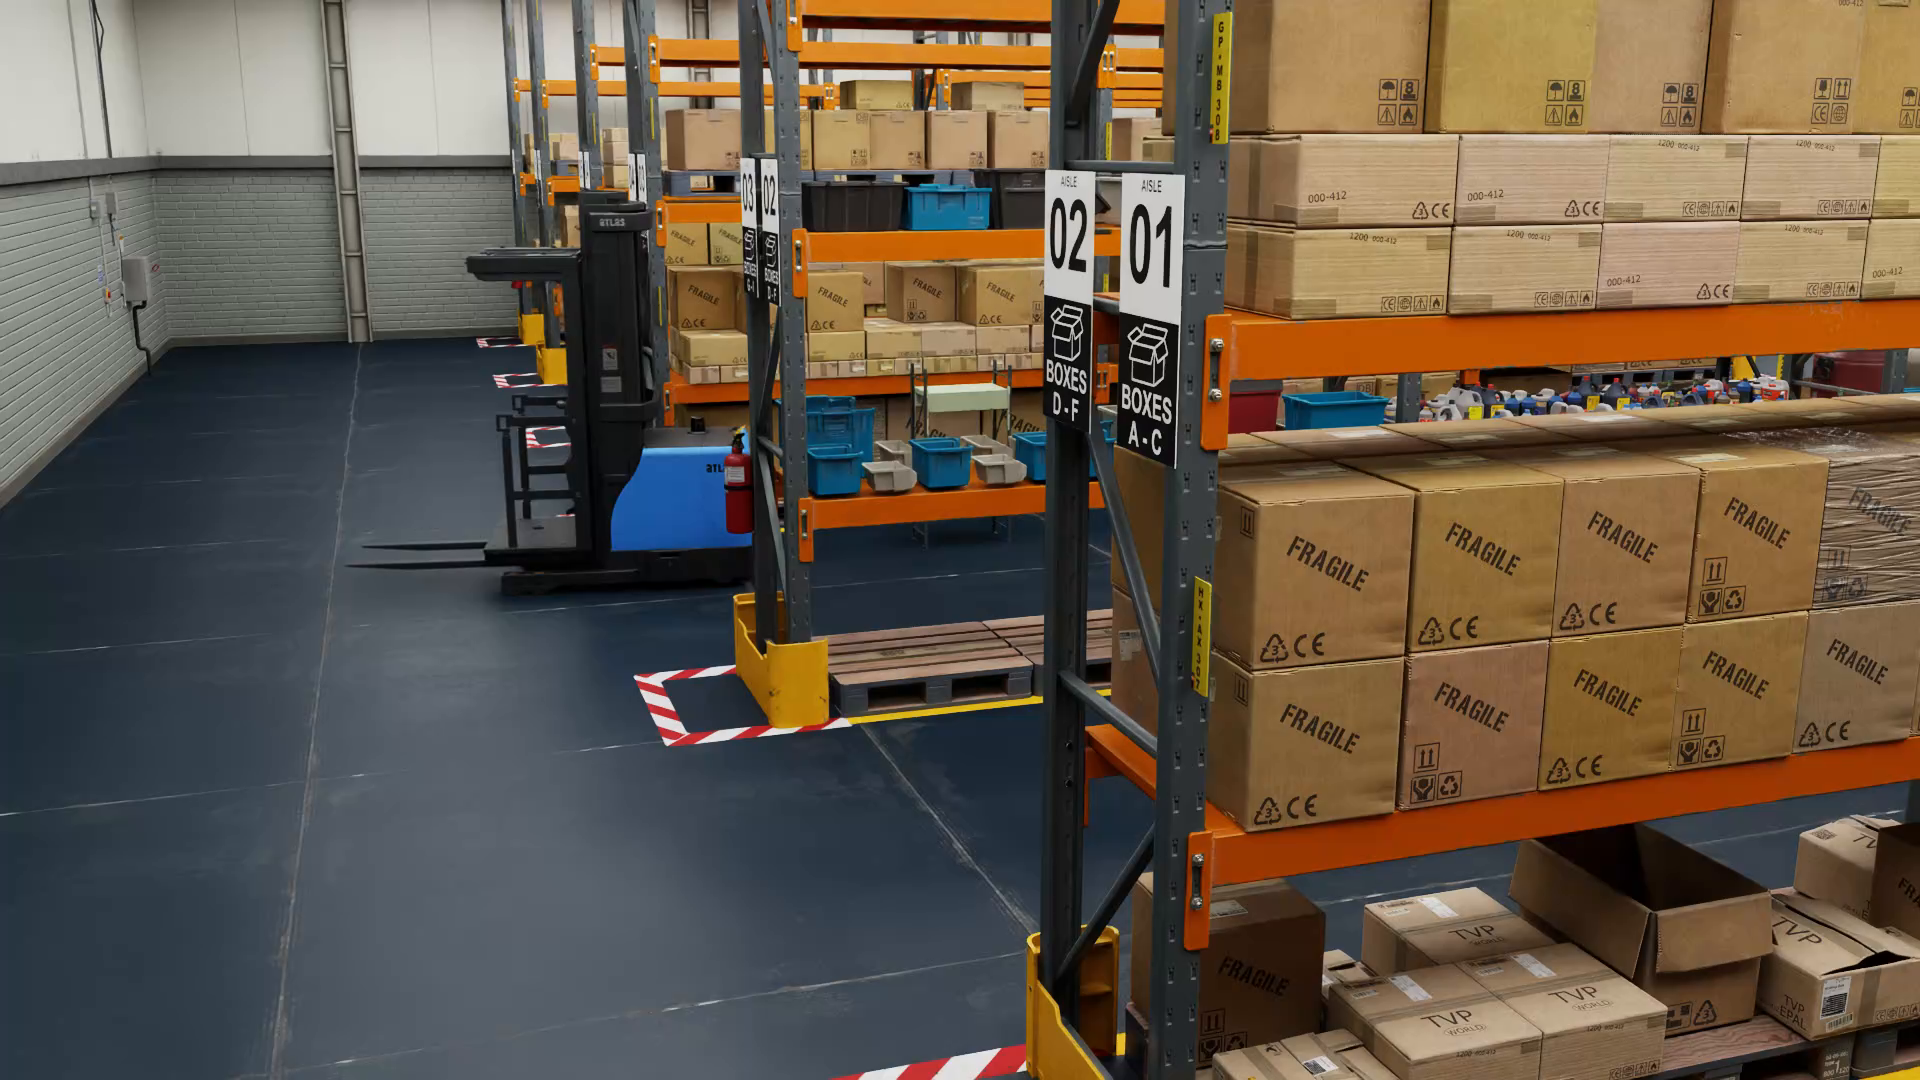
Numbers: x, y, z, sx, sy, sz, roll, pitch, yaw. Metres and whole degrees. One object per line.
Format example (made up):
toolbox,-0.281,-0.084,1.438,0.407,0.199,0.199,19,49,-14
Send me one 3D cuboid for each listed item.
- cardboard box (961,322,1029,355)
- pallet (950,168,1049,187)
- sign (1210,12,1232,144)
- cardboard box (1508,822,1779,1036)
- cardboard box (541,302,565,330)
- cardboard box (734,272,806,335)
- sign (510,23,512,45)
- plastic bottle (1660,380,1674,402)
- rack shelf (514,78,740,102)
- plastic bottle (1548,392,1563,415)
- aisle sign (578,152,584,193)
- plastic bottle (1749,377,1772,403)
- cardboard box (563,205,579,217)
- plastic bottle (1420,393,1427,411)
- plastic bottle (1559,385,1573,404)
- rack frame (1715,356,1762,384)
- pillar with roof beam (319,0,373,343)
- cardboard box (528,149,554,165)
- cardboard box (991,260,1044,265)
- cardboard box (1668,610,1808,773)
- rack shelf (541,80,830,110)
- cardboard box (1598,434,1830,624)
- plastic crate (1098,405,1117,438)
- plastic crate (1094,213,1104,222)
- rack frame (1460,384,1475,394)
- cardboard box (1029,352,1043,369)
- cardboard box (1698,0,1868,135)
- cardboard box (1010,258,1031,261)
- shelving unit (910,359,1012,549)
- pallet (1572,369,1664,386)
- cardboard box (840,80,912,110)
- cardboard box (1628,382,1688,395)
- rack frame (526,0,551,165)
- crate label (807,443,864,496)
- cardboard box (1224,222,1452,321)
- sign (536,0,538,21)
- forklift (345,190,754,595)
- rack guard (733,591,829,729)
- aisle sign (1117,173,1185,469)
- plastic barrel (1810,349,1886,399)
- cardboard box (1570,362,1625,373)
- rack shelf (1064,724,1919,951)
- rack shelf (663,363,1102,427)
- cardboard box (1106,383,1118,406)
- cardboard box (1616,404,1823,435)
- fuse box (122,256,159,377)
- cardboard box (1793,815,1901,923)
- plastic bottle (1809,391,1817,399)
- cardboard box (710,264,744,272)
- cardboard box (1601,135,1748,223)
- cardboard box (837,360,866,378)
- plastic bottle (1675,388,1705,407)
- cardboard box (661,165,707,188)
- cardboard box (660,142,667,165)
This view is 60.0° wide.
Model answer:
cardboard box,0.311,-1.838,15.069,0.500,0.250,0.500,-4,14,-16
pallet,0.356,-3.253,15.047,1.213,0.211,1.003,-4,14,-18
sign,0.673,-1.192,4.303,0.005,0.325,0.100,-4,14,-18
cardboard box,2.512,1.418,6.143,0.637,0.503,0.797,-4,14,-18
cardboard box,-6.794,-3.876,28.443,0.637,0.503,0.797,-5,14,-20
cardboard box,-1.641,-2.050,14.338,0.500,0.500,0.500,-5,14,-19
sign,-7.230,-8.154,26.788,0.005,0.325,0.100,-4,14,-18
plastic bottle,5.194,-1.035,12.265,0.133,0.283,0.061,-4,14,-18
rack shelf,-5.508,-7.576,28.110,4.000,0.370,1.077,-4,14,-18
plastic bottle,4.214,-0.911,11.771,0.097,0.271,0.097,0,13,0
aisle sign,-4.307,-4.020,18.945,0.004,0.787,0.394,-4,14,-18
plastic bottle,5.993,-1.083,12.480,0.135,0.276,0.152,-4,14,-18
cardboard box,-5.392,-4.590,23.177,0.250,0.149,0.380,-4,14,-17
plastic bottle,3.190,-0.879,11.609,0.133,0.283,0.061,-4,14,-18
plastic bottle,4.361,-0.970,11.992,0.133,0.283,0.061,-4,14,-18
rack frame,8.717,-2.486,18.110,0.127,3.000,1.000,-4,14,-18
pillar with roof beam,-8.873,-6.835,23.431,0.400,9.000,9.100,-4,14,-18
cardboard box,-6.896,-6.366,27.622,0.500,0.250,0.500,-5,14,-19
cardboard box,0.599,-2.352,15.611,0.500,0.500,0.500,-4,14,-18
cardboard box,2.443,0.437,5.606,0.500,0.500,0.500,-4,14,-17
rack shelf,-3.921,-6.295,23.580,4.000,0.370,1.077,-4,14,-18
cardboard box,2.454,-0.051,5.497,0.500,0.500,0.500,-5,14,-19
plastic crate,1.209,-0.708,10.764,0.530,0.282,0.437,-4,14,-18
plastic crate,0.803,-2.052,10.373,0.530,0.136,0.437,-4,14,-18
rack frame,4.926,-2.190,16.869,0.127,3.000,1.000,-4,14,-18
cardboard box,0.706,-1.659,15.180,0.250,0.149,0.380,-4,14,-17
cardboard box,2.426,-1.558,5.352,0.500,0.500,0.700,-4,14,-18
cardboard box,0.675,-3.330,20.012,0.250,0.149,0.380,-4,14,-18
shelving unit,0.006,-0.730,13.971,0.755,1.500,0.431,-4,14,-18
pallet,9.135,-2.354,23.584,1.213,0.211,1.003,-4,14,-18
cardboard box,-0.738,-3.873,14.499,0.500,0.250,0.500,-5,14,-20
cardboard box,7.670,-1.412,18.047,0.500,0.500,0.700,-5,14,-18
rack frame,-5.817,-6.692,22.830,0.127,3.000,1.000,-4,14,-18
crate label,-0.737,-0.407,9.606,0.303,0.233,0.416,-4,14,-18
cardboard box,1.068,-0.795,4.847,0.500,0.250,0.500,-4,14,-18
sign,-5.646,-7.101,22.190,0.005,0.325,0.100,-4,14,-18
forklift,-3.131,-1.145,12.621,3.031,2.935,1.130,-2,14,-8
rack guard,-1.095,0.707,10.090,0.348,0.500,1.175,-4,14,-18
aisle sign,0.529,-0.622,4.659,0.004,0.787,0.394,-4,14,-18
plastic barrel,6.849,-1.271,12.710,0.708,0.536,0.600,-4,14,-18
cardboard box,8.703,-2.850,23.326,0.875,0.875,0.875,-4,14,-18
rack shelf,2.395,0.775,5.955,4.000,0.370,1.077,-4,14,-18
rack shelf,-0.761,-1.398,15.091,4.000,0.370,1.077,-4,14,-18
cardboard box,1.735,-1.117,16.042,0.875,0.875,1.225,-4,14,-18
cardboard box,2.778,-0.208,6.159,0.500,0.500,0.500,-5,14,-20
fuse box,-11.685,-3.197,23.885,0.414,1.711,0.539,-4,14,-18
cardboard box,3.824,1.355,6.822,0.500,0.311,0.500,-4,14,-18
plastic bottle,6.040,-0.907,11.725,0.133,0.283,0.061,-4,14,-18
cardboard box,-2.661,-2.940,19.160,0.500,0.500,0.500,-4,14,-17
cardboard box,2.018,-1.111,5.093,0.500,0.250,0.500,-4,14,-18
cardboard box,-0.997,-1.527,14.623,0.250,0.149,0.380,-5,14,-19
plastic bottle,5.011,-0.870,11.424,0.185,0.351,0.144,-4,14,-18
cardboard box,-3.135,-4.097,18.725,0.500,0.250,0.500,-4,14,-16
cardboard box,-3.149,-4.339,18.664,0.500,0.250,0.500,-5,14,-19
